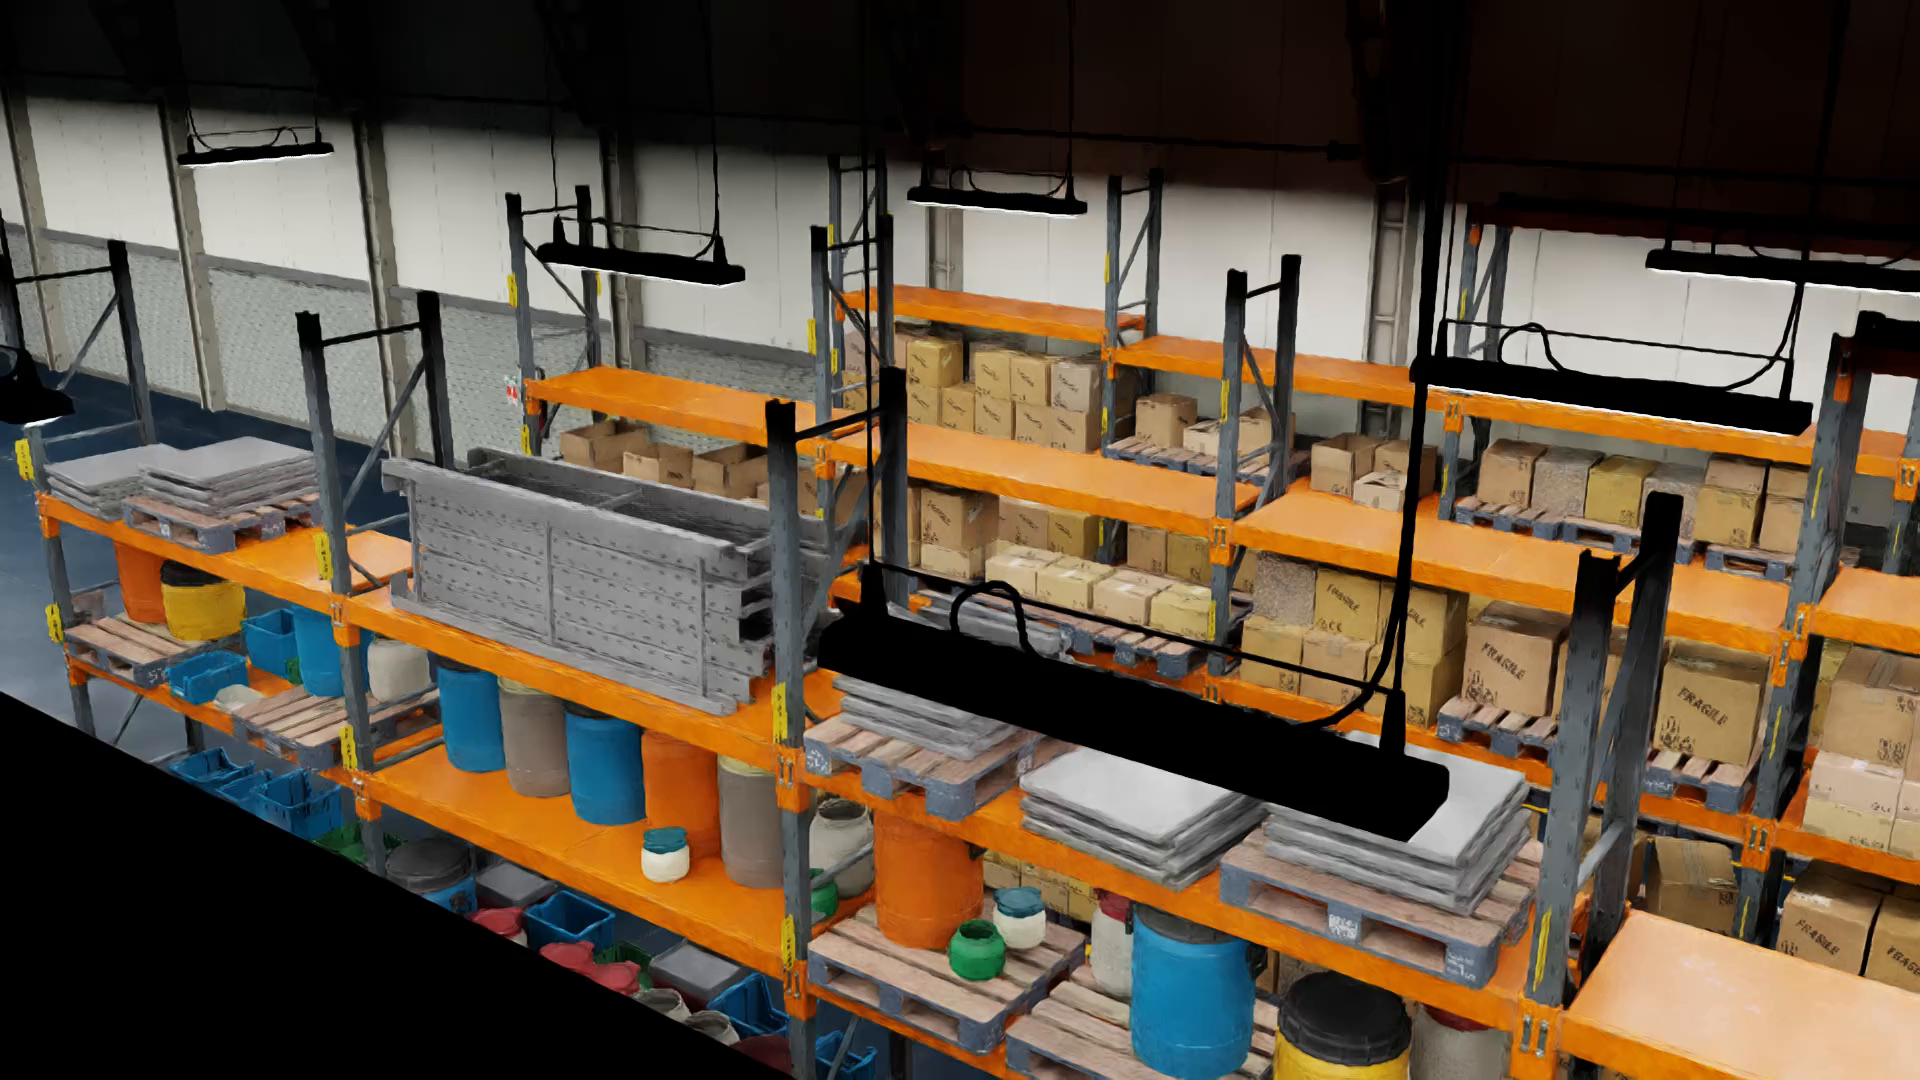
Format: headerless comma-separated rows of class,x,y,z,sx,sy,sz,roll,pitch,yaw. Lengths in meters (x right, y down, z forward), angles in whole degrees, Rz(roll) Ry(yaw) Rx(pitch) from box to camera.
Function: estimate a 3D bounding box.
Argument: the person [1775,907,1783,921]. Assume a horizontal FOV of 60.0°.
person,7.587,2.700,14.321,1.093,1.724,0.604,12,22,33
